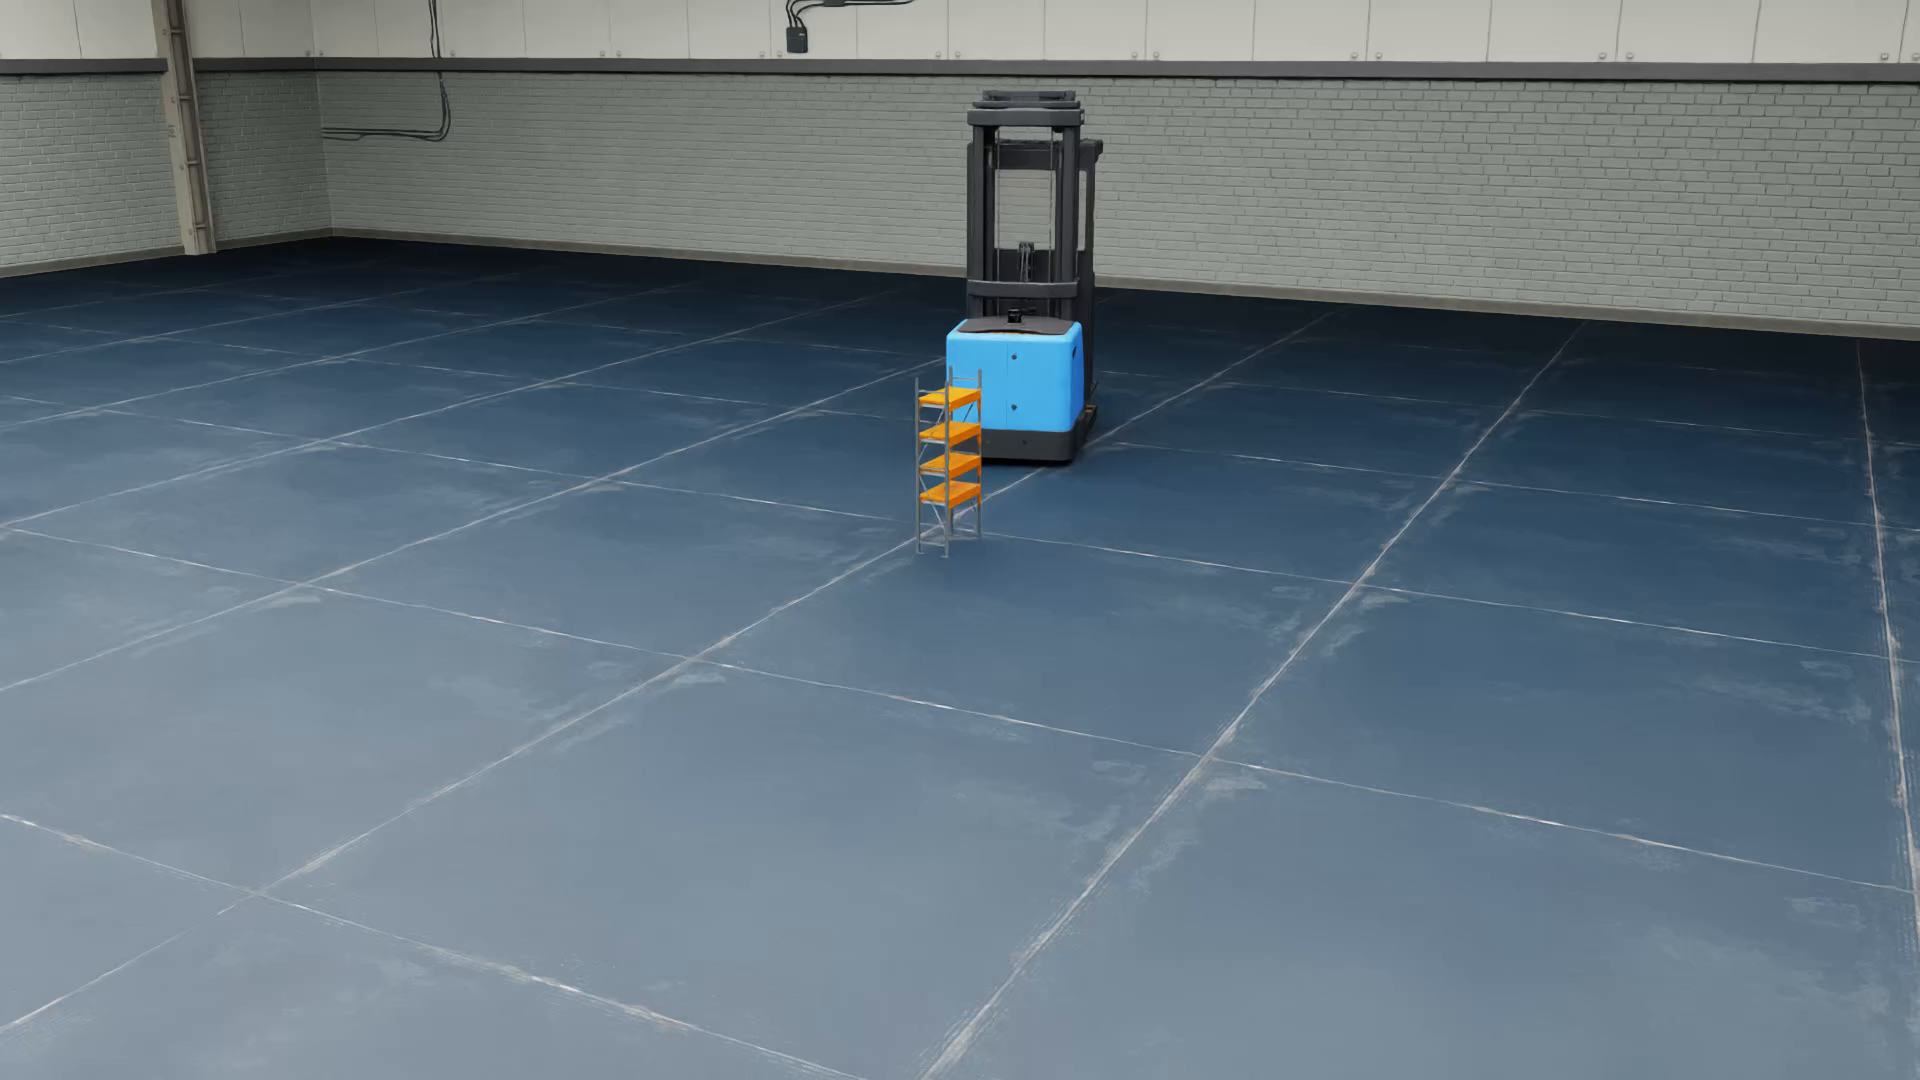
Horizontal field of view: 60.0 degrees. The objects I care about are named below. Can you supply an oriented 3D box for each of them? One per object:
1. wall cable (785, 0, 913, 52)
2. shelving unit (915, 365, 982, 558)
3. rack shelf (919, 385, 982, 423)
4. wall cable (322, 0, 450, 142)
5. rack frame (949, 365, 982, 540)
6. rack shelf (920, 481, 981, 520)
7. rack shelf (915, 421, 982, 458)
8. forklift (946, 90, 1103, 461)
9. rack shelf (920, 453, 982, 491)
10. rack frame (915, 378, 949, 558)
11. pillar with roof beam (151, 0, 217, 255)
[{"bbox_3d":[-1.543,-10.038,23.542,2.305,6.003,0.169,8,18,25],"label":"wall cable"},{"bbox_3d":[-0.074,-0.533,11.212,0.258,1.200,0.503,8,18,25],"label":"shelving unit"},{"bbox_3d":[-0.074,-0.910,11.100,0.258,0.148,0.480,8,18,25],"label":"rack shelf"},{"bbox_3d":[-10.029,-8.131,28.549,3.097,2.526,0.112,8,18,25],"label":"wall cable"},{"bbox_3d":[0.035,-0.595,11.421,0.240,1.200,0.015,8,18,25],"label":"rack frame"},{"bbox_3d":[-0.074,-0.278,11.287,0.258,0.148,0.480,8,18,25],"label":"rack shelf"},{"bbox_3d":[-0.074,-0.683,11.167,0.258,0.148,0.480,8,18,25],"label":"rack shelf"},{"bbox_3d":[0.644,-2.422,14.532,1.130,2.935,3.031,3,17,10],"label":"forklift"},{"bbox_3d":[-0.074,-0.469,11.231,0.258,0.148,0.480,8,18,25],"label":"rack shelf"},{"bbox_3d":[-0.183,-0.471,11.002,0.240,1.200,0.015,8,18,25],"label":"rack frame"},{"bbox_3d":[-8.677,-8.490,24.303,9.100,9.000,0.400,8,18,25],"label":"pillar with roof beam"}]
